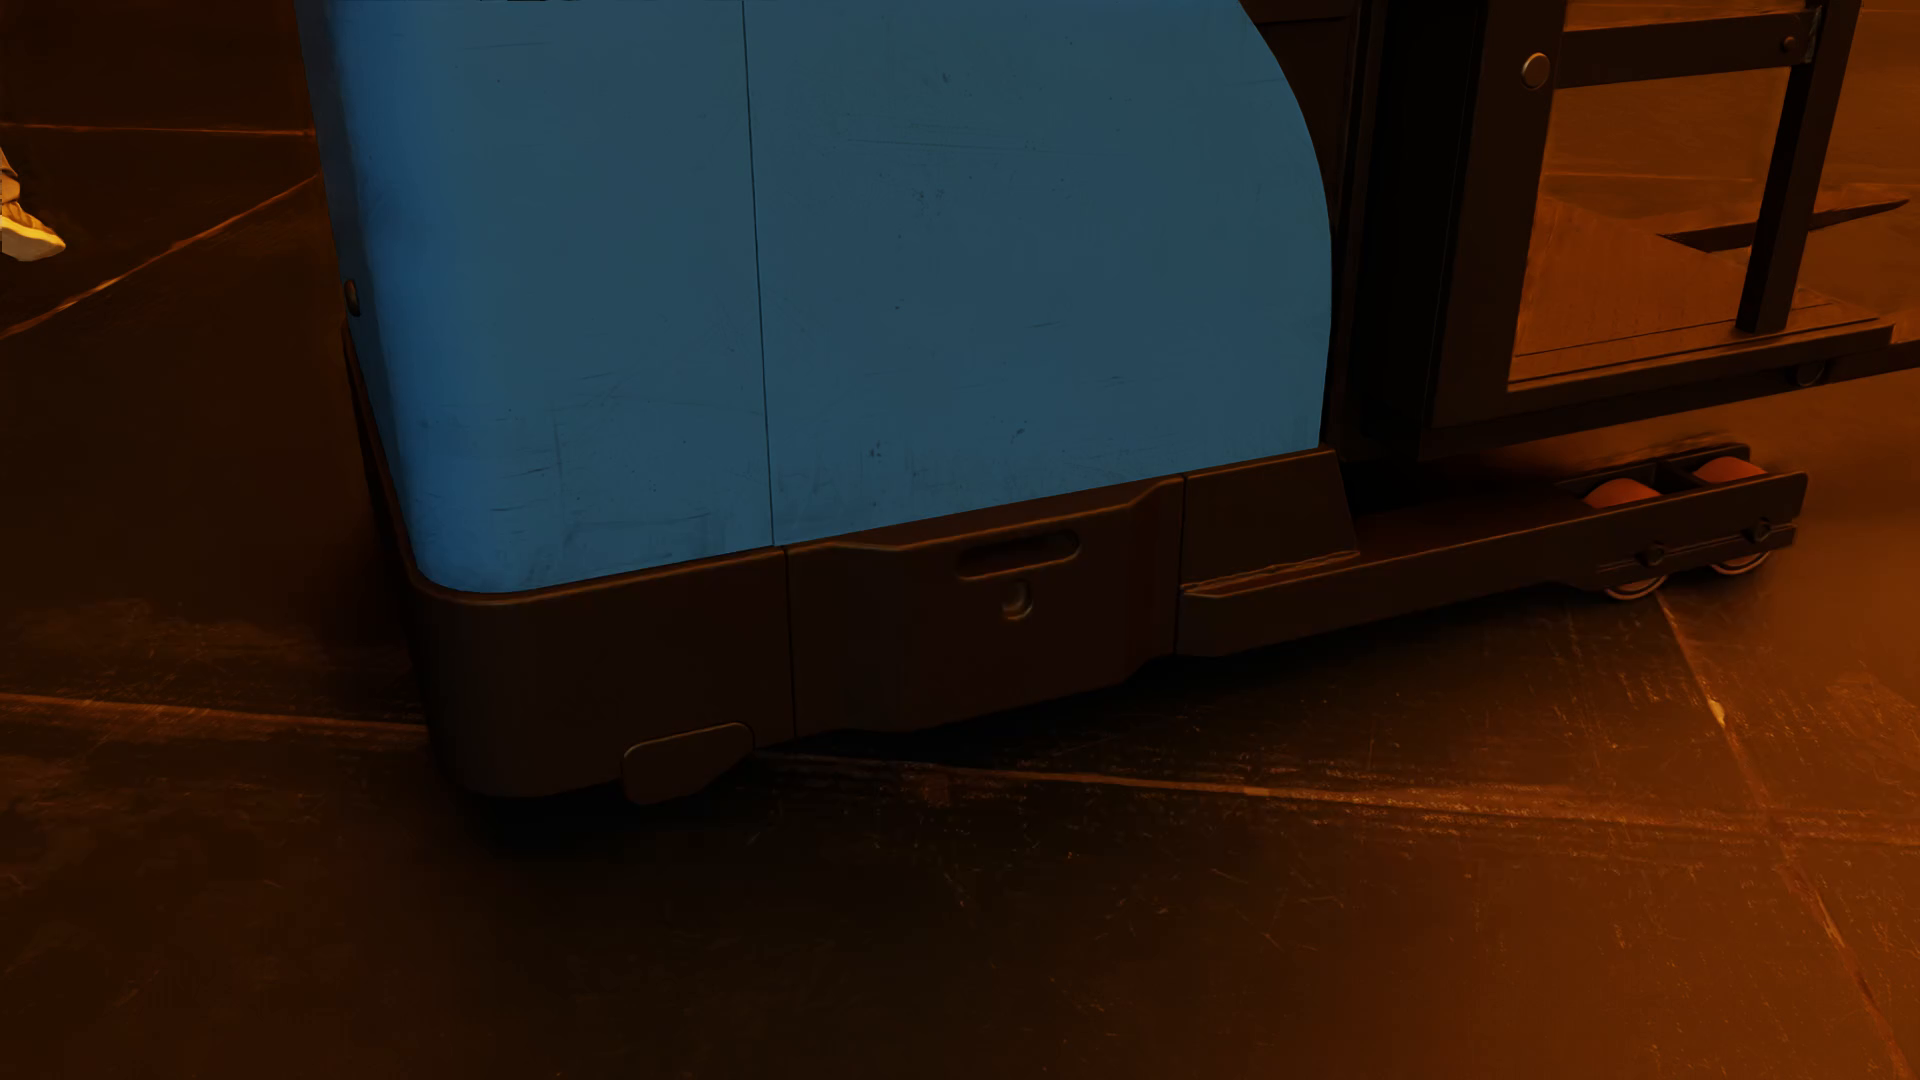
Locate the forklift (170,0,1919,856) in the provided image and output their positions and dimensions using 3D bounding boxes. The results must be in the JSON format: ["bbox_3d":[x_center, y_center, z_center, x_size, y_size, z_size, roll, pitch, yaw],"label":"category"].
[{"bbox_3d":[0.526,-1.451,2.124,3.031,2.935,1.130,-15,30,-27],"label":"forklift"}]
